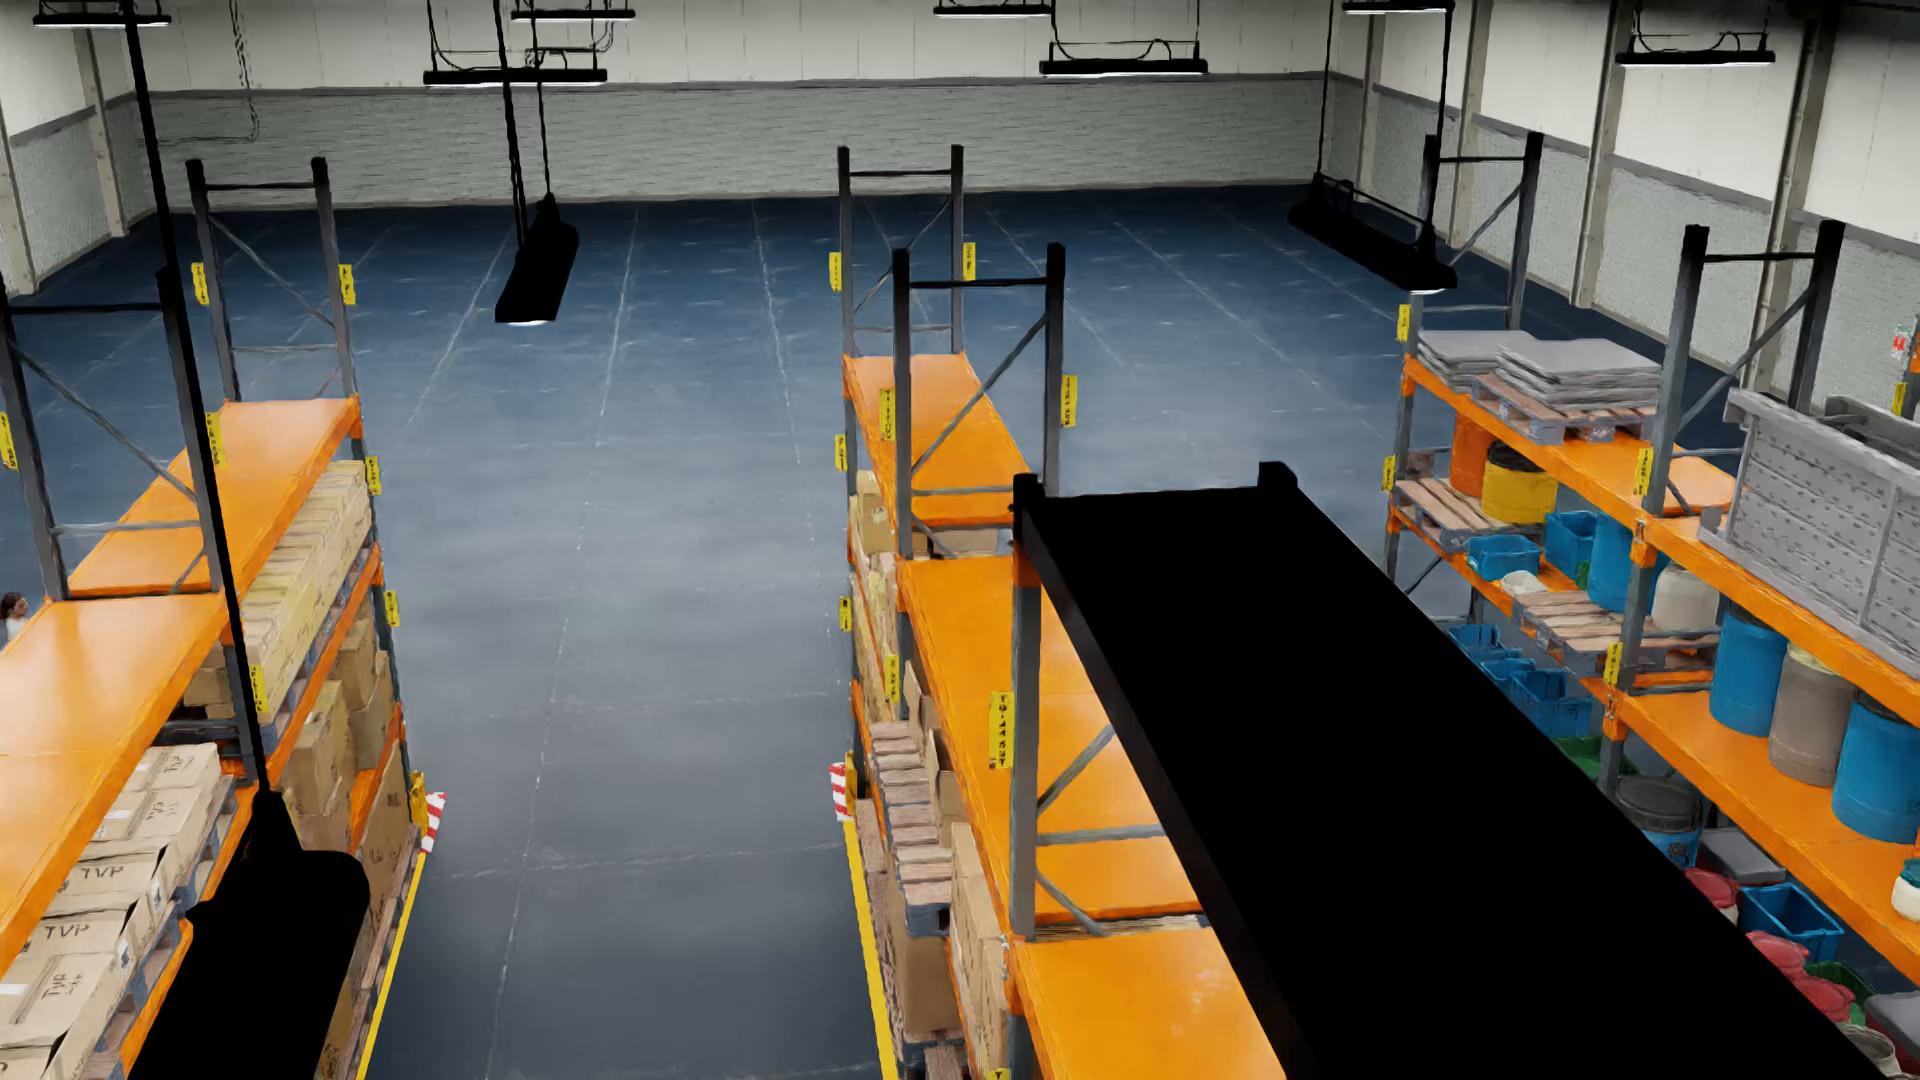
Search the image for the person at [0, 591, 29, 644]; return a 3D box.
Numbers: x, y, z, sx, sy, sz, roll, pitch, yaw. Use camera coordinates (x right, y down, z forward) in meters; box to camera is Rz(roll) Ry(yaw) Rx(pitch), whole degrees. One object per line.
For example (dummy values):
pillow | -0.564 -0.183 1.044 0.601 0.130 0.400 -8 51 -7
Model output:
person | -9.110 1.273 16.216 0.551 1.644 0.585 -12 24 -27
